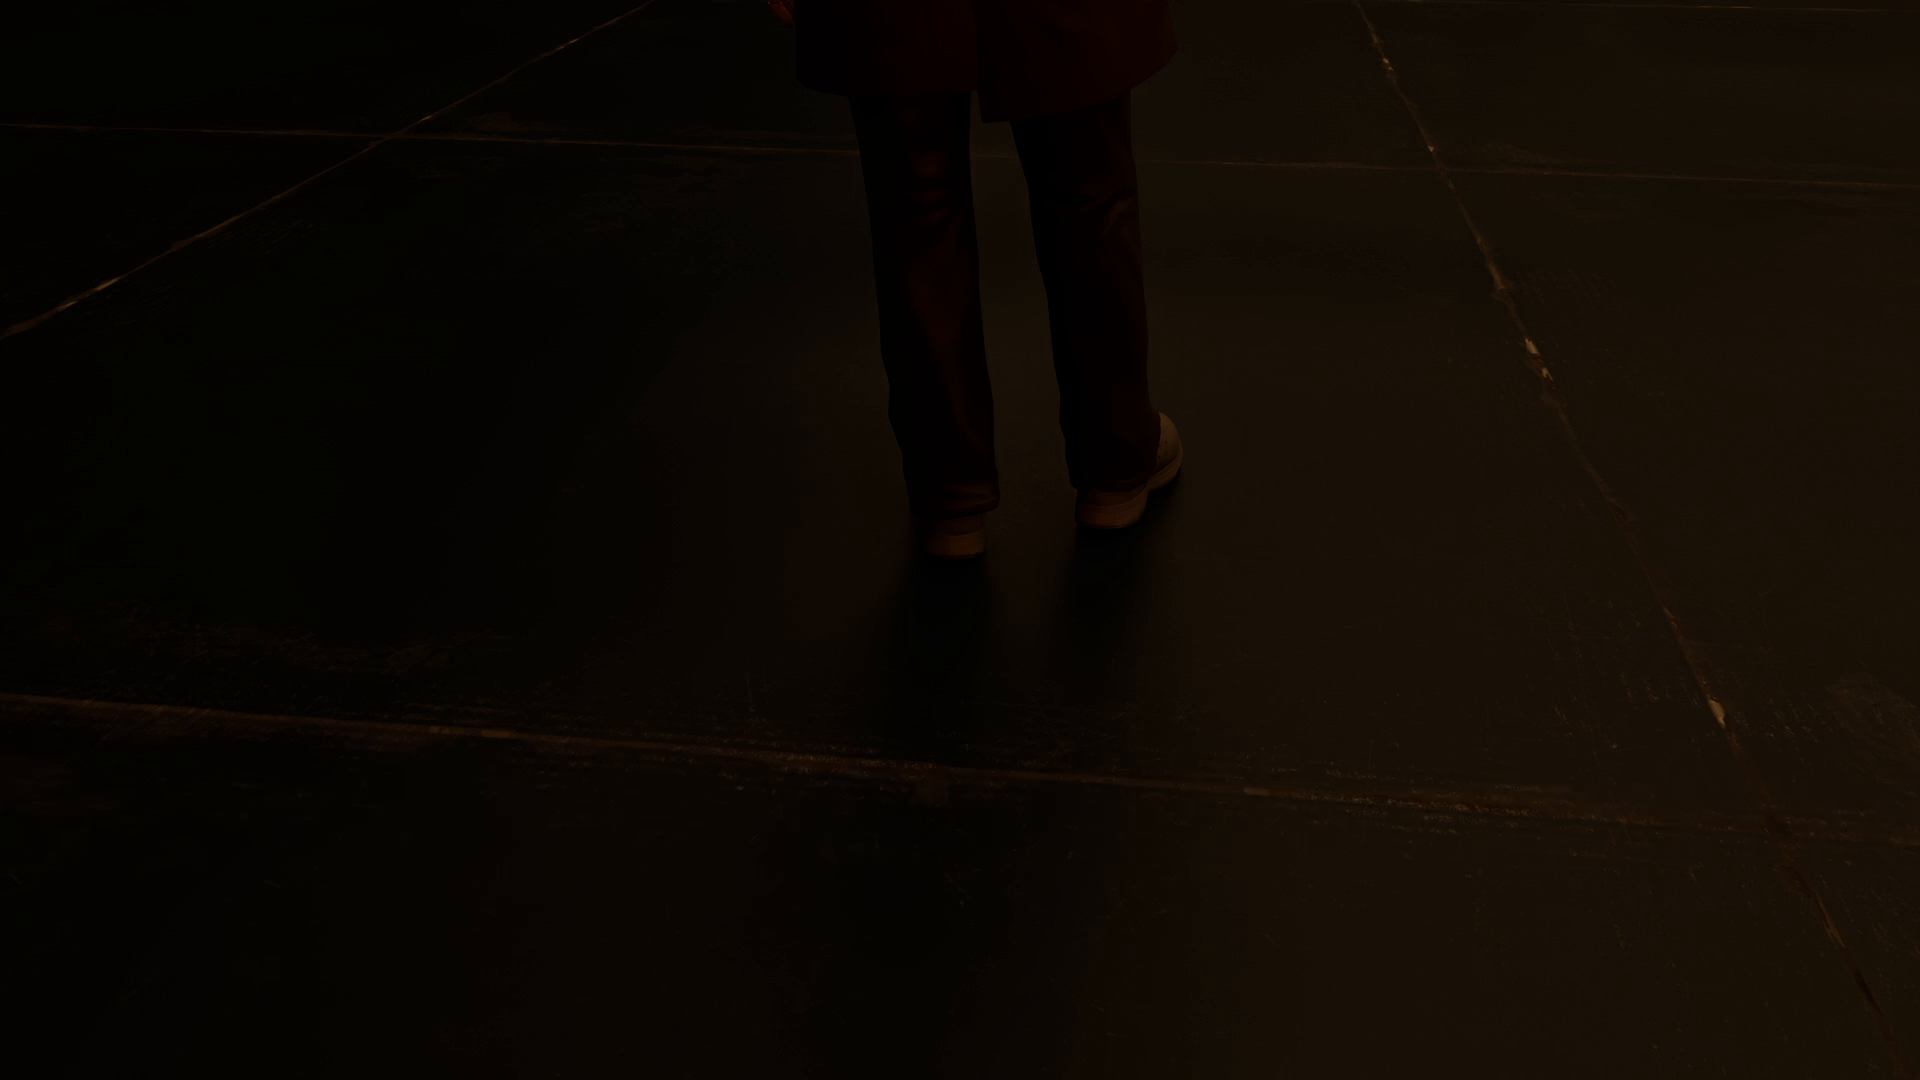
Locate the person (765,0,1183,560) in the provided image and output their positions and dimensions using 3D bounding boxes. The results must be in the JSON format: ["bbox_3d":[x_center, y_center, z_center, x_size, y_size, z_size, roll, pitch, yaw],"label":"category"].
[{"bbox_3d":[0.016,-0.842,2.181,0.696,1.778,0.579,3,27,7],"label":"person"}]
